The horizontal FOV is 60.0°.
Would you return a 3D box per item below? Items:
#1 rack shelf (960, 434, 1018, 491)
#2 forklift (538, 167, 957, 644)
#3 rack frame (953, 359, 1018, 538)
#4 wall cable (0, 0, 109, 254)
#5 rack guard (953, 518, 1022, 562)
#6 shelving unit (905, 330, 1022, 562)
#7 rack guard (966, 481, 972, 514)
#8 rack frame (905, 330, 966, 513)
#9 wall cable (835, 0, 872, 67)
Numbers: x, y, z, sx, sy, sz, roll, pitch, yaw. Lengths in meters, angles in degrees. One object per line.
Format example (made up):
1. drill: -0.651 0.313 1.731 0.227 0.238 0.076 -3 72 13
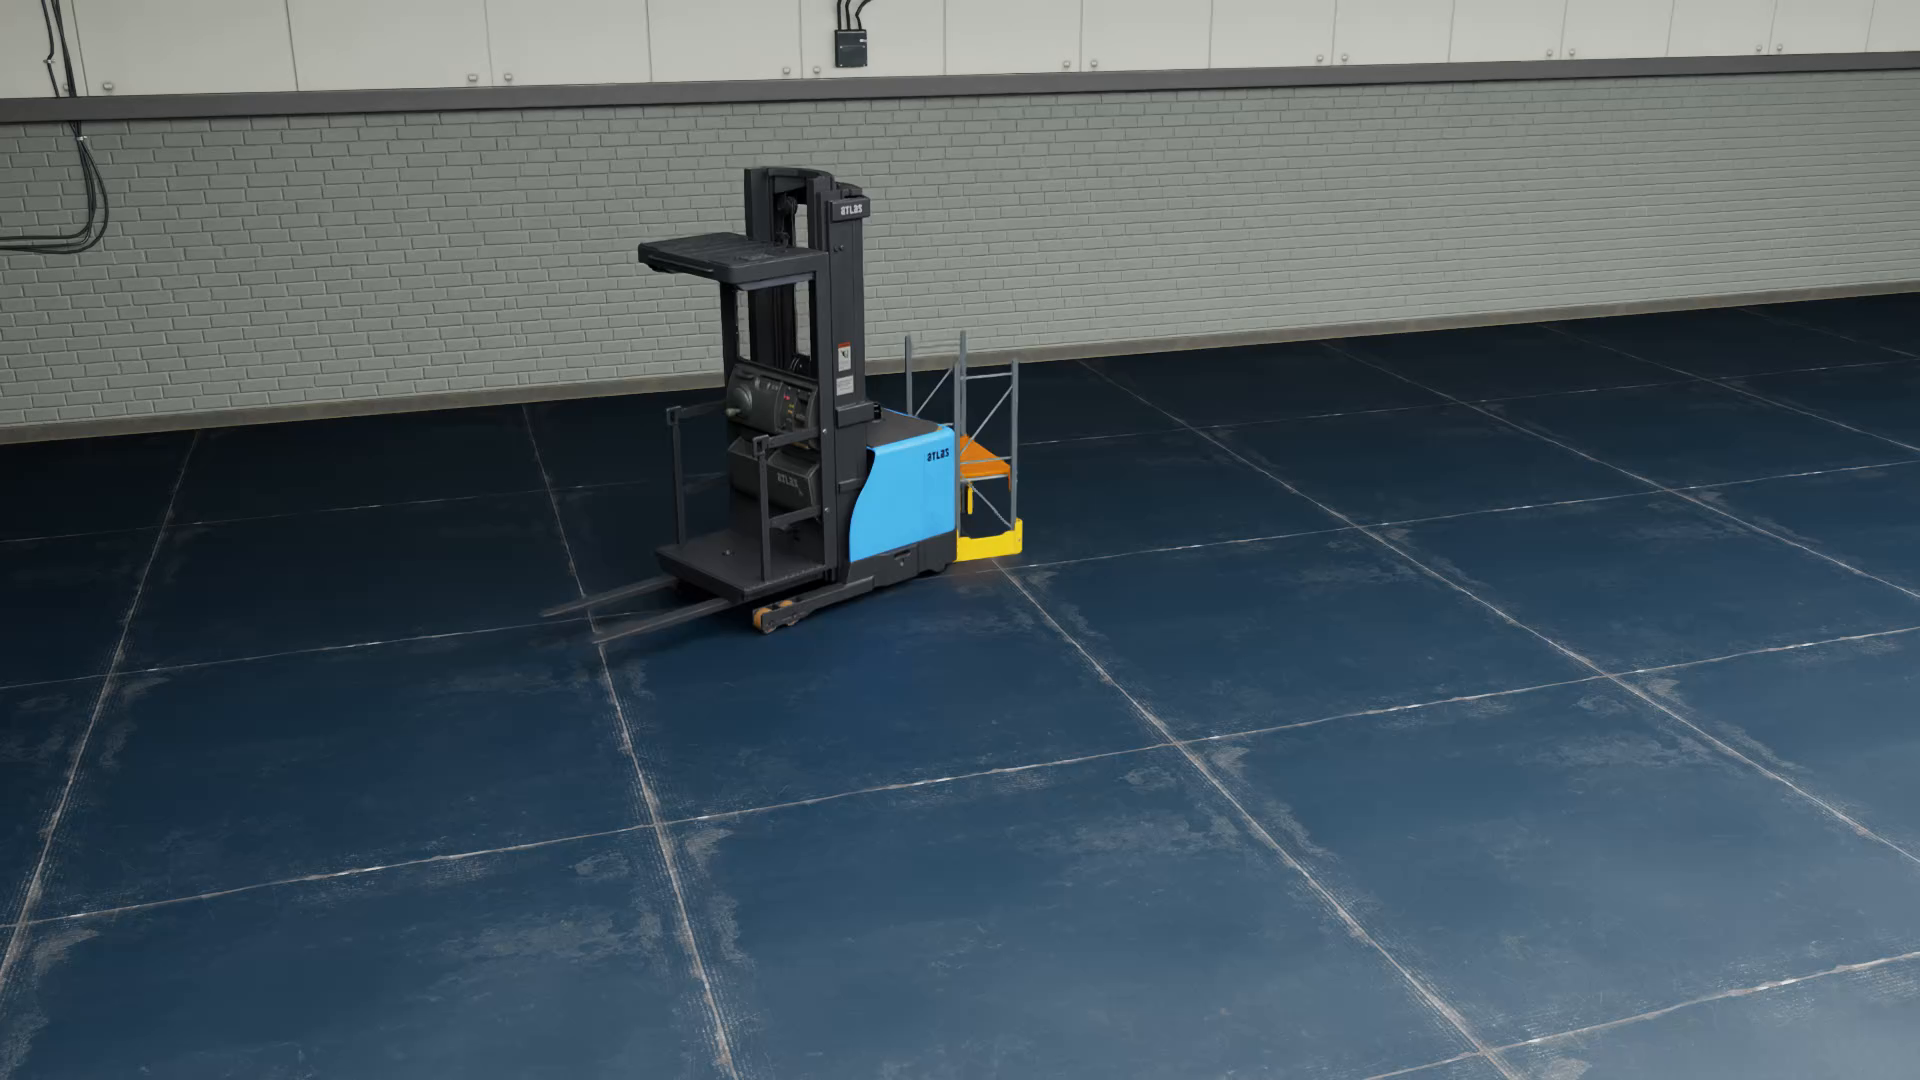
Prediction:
1. rack shelf: -0.001 -0.578 12.839 0.538 0.185 1.000 -8 21 -20
2. forklift: -1.440 -0.953 11.234 3.031 2.935 1.130 -18 26 -40
3. rack frame: 0.187 -0.588 12.334 0.500 1.500 0.032 -8 21 -20
4. wall cable: -9.152 -3.616 14.265 3.097 2.526 0.112 -6 21 -17
5. rack guard: 0.187 0.000 12.546 0.587 0.250 0.087 -8 21 -20
6. shelving unit: 0.002 -0.744 12.770 0.587 1.500 1.083 -8 21 -20
7. rack guard: -0.183 -0.313 13.417 0.587 0.250 0.087 -8 21 -20
8. rack frame: -0.190 -0.907 13.223 0.500 1.500 0.032 -8 21 -20
9. wall cable: -0.134 -7.681 15.959 2.305 6.003 0.169 -6 21 -17
